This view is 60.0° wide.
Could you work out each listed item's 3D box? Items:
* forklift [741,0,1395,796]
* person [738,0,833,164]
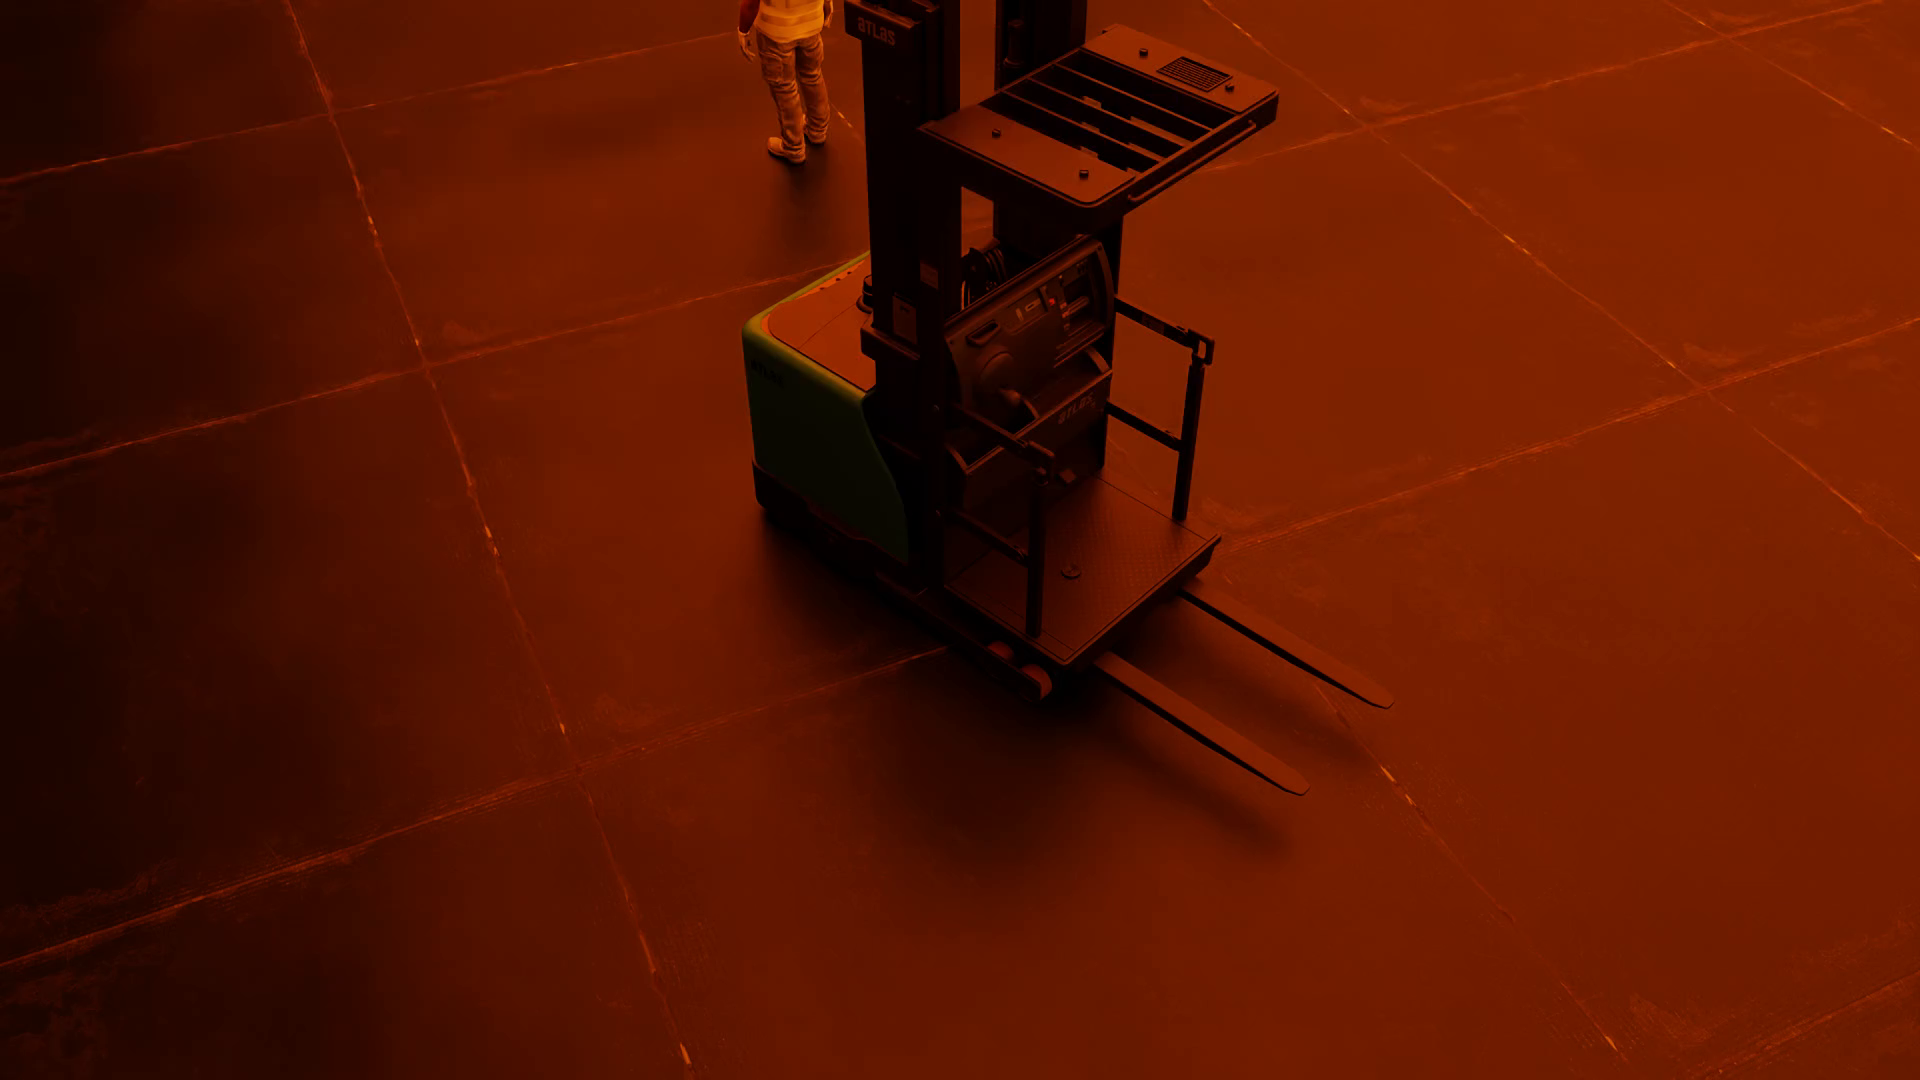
[{"bbox_3d":[0.445,-0.788,6.525,3.031,2.935,1.130,32,52,30],"label":"forklift"},{"bbox_3d":[-1.049,-3.068,9.800,0.656,1.783,0.576,-28,50,-27],"label":"person"}]
